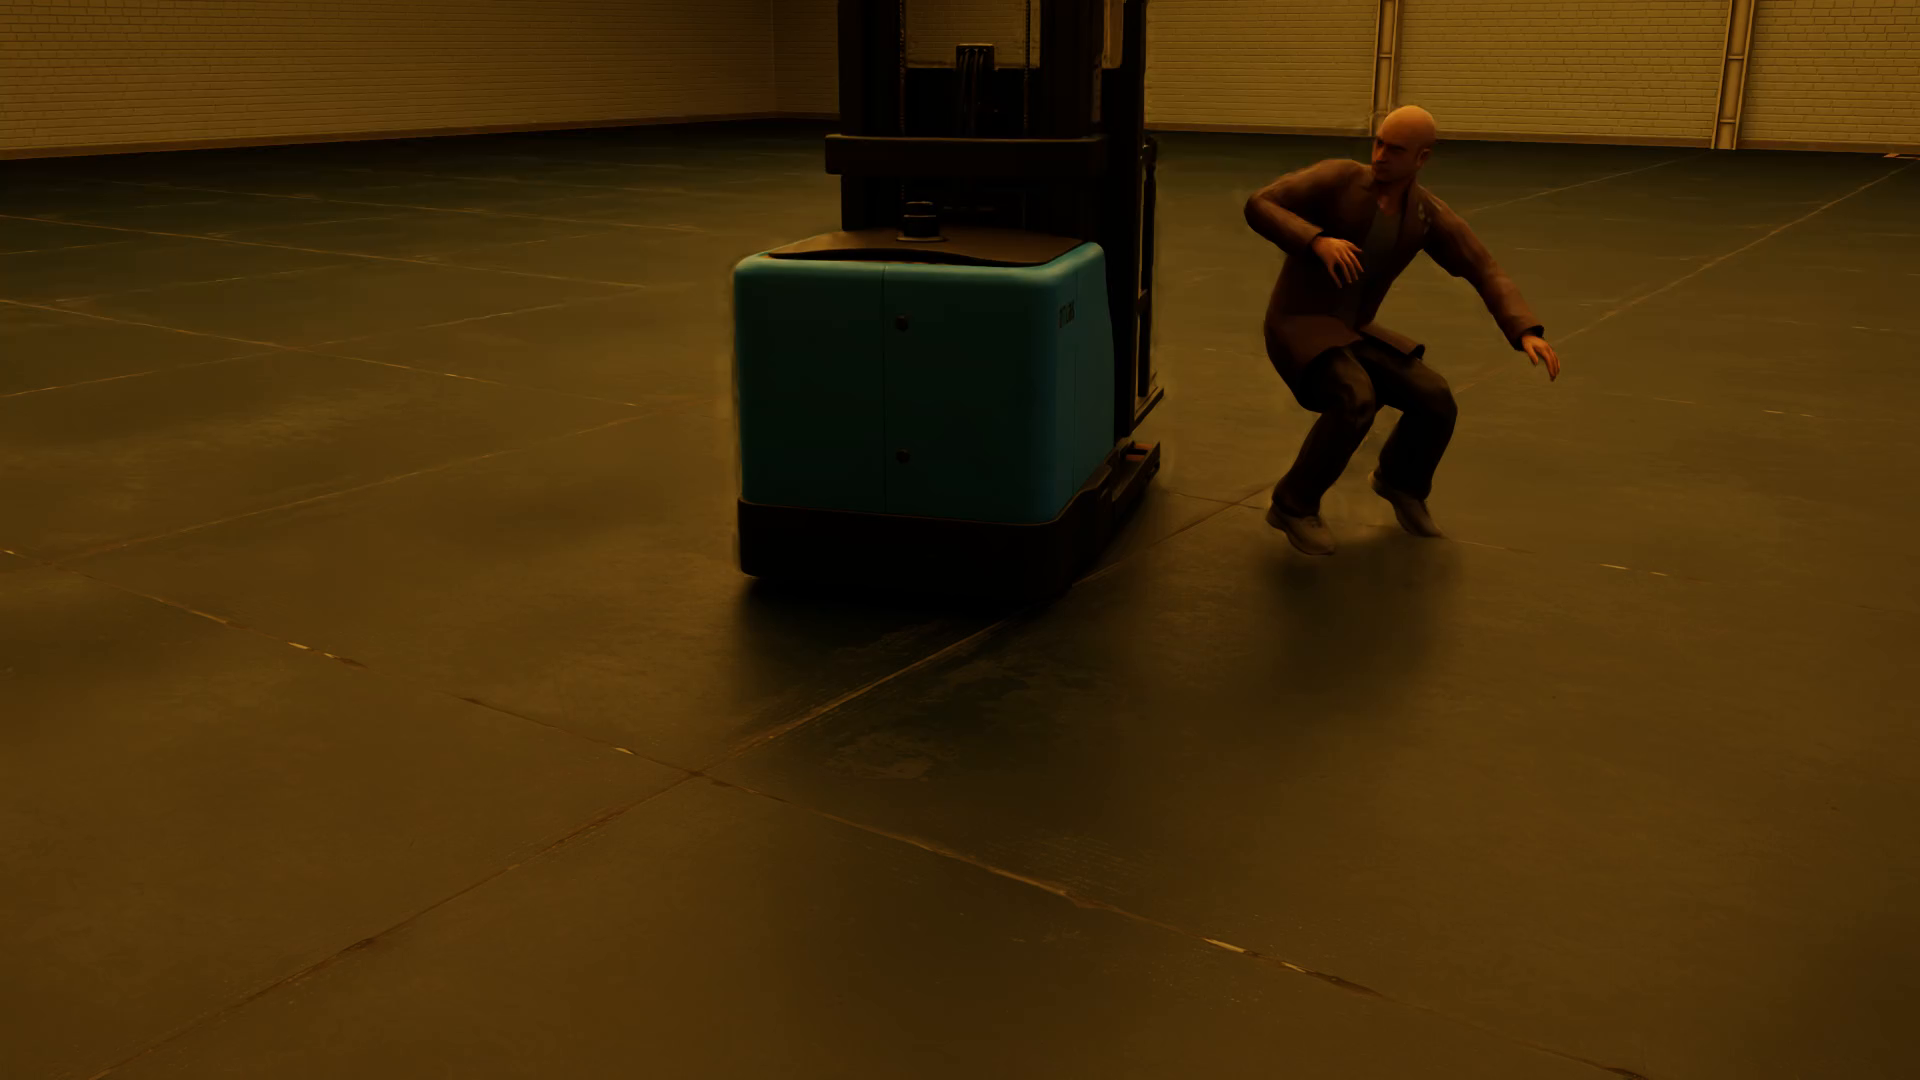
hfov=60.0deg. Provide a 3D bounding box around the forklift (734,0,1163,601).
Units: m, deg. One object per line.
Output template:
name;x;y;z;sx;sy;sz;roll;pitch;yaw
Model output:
forklift;0.181;-1.601;6.186;1.130;2.935;3.031;5;17;15

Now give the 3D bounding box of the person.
person;1.423;-0.655;5.627;0.847;1.496;0.913;-8;18;-24
